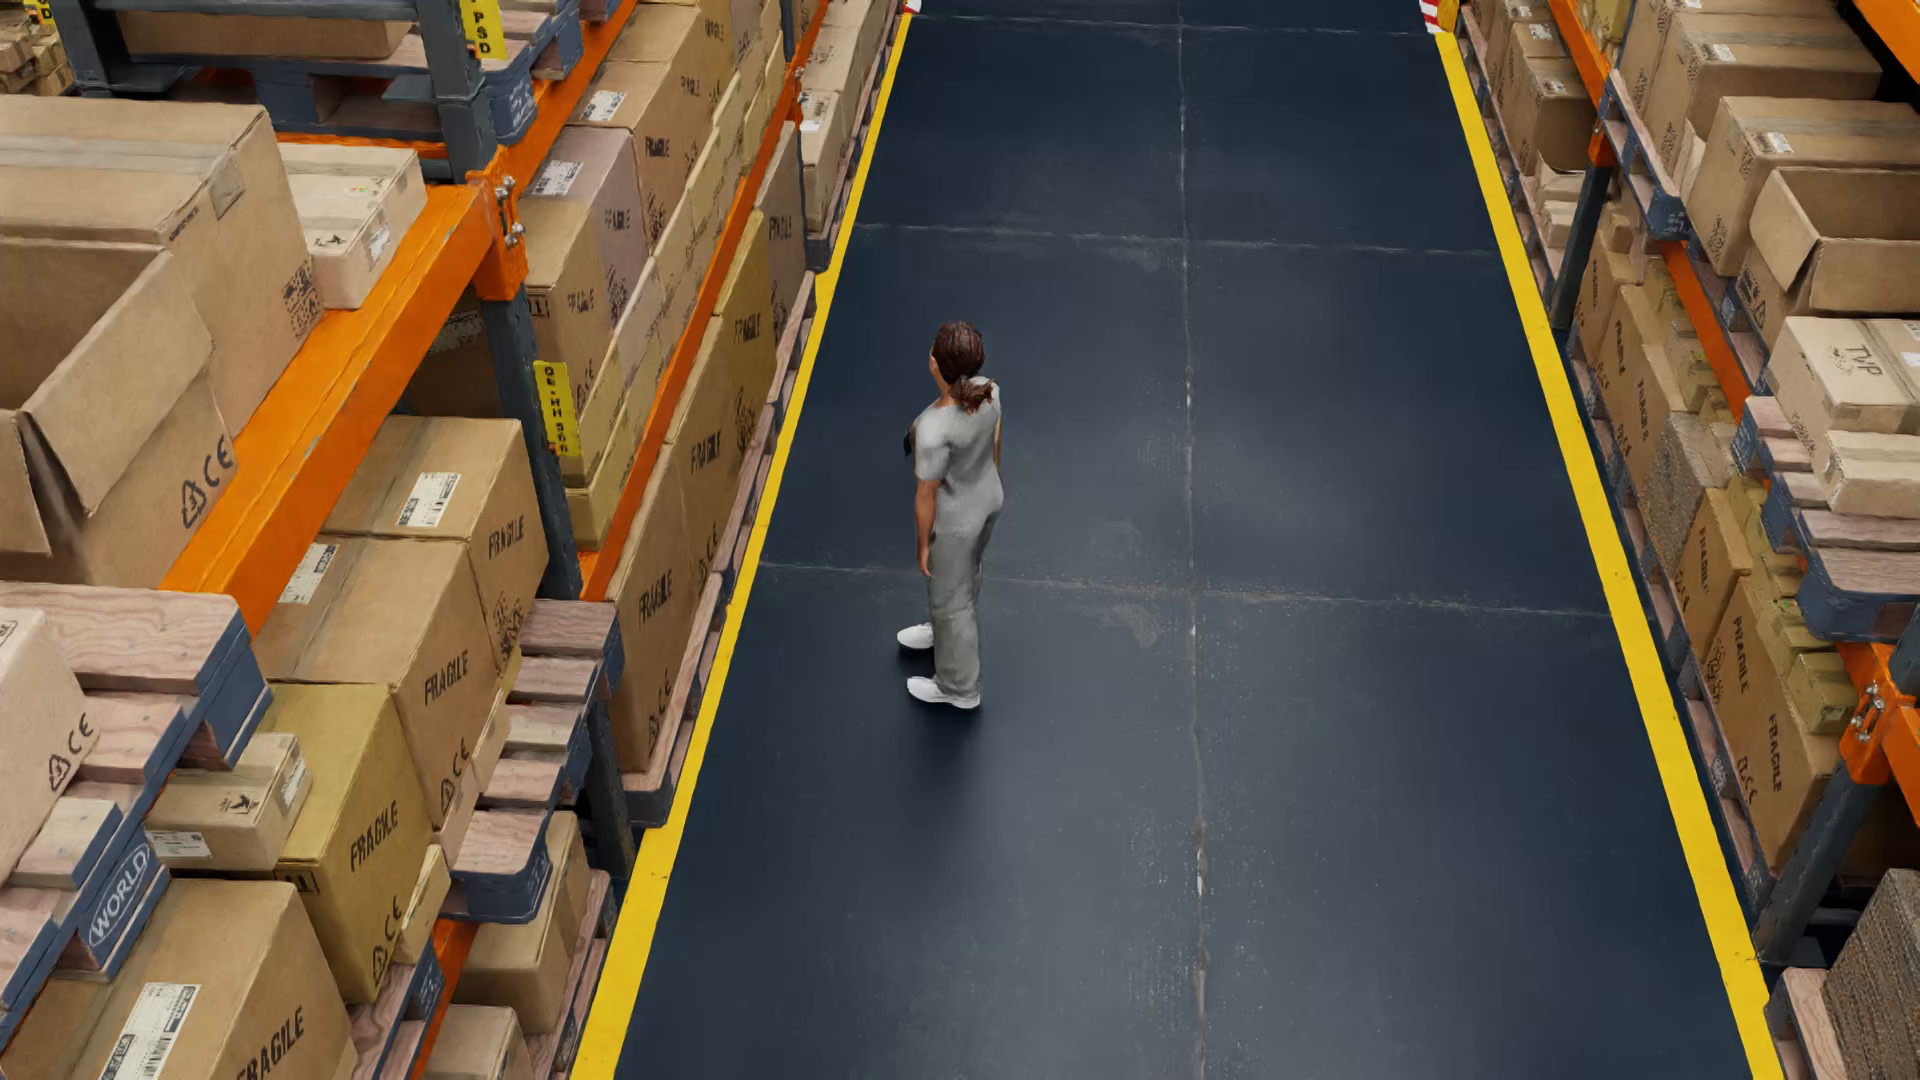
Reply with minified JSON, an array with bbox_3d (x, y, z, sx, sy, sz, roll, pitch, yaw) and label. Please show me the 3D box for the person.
[{"bbox_3d":[-0.070,-0.106,6.250,0.482,1.675,0.471,24,46,26],"label":"person"}]
